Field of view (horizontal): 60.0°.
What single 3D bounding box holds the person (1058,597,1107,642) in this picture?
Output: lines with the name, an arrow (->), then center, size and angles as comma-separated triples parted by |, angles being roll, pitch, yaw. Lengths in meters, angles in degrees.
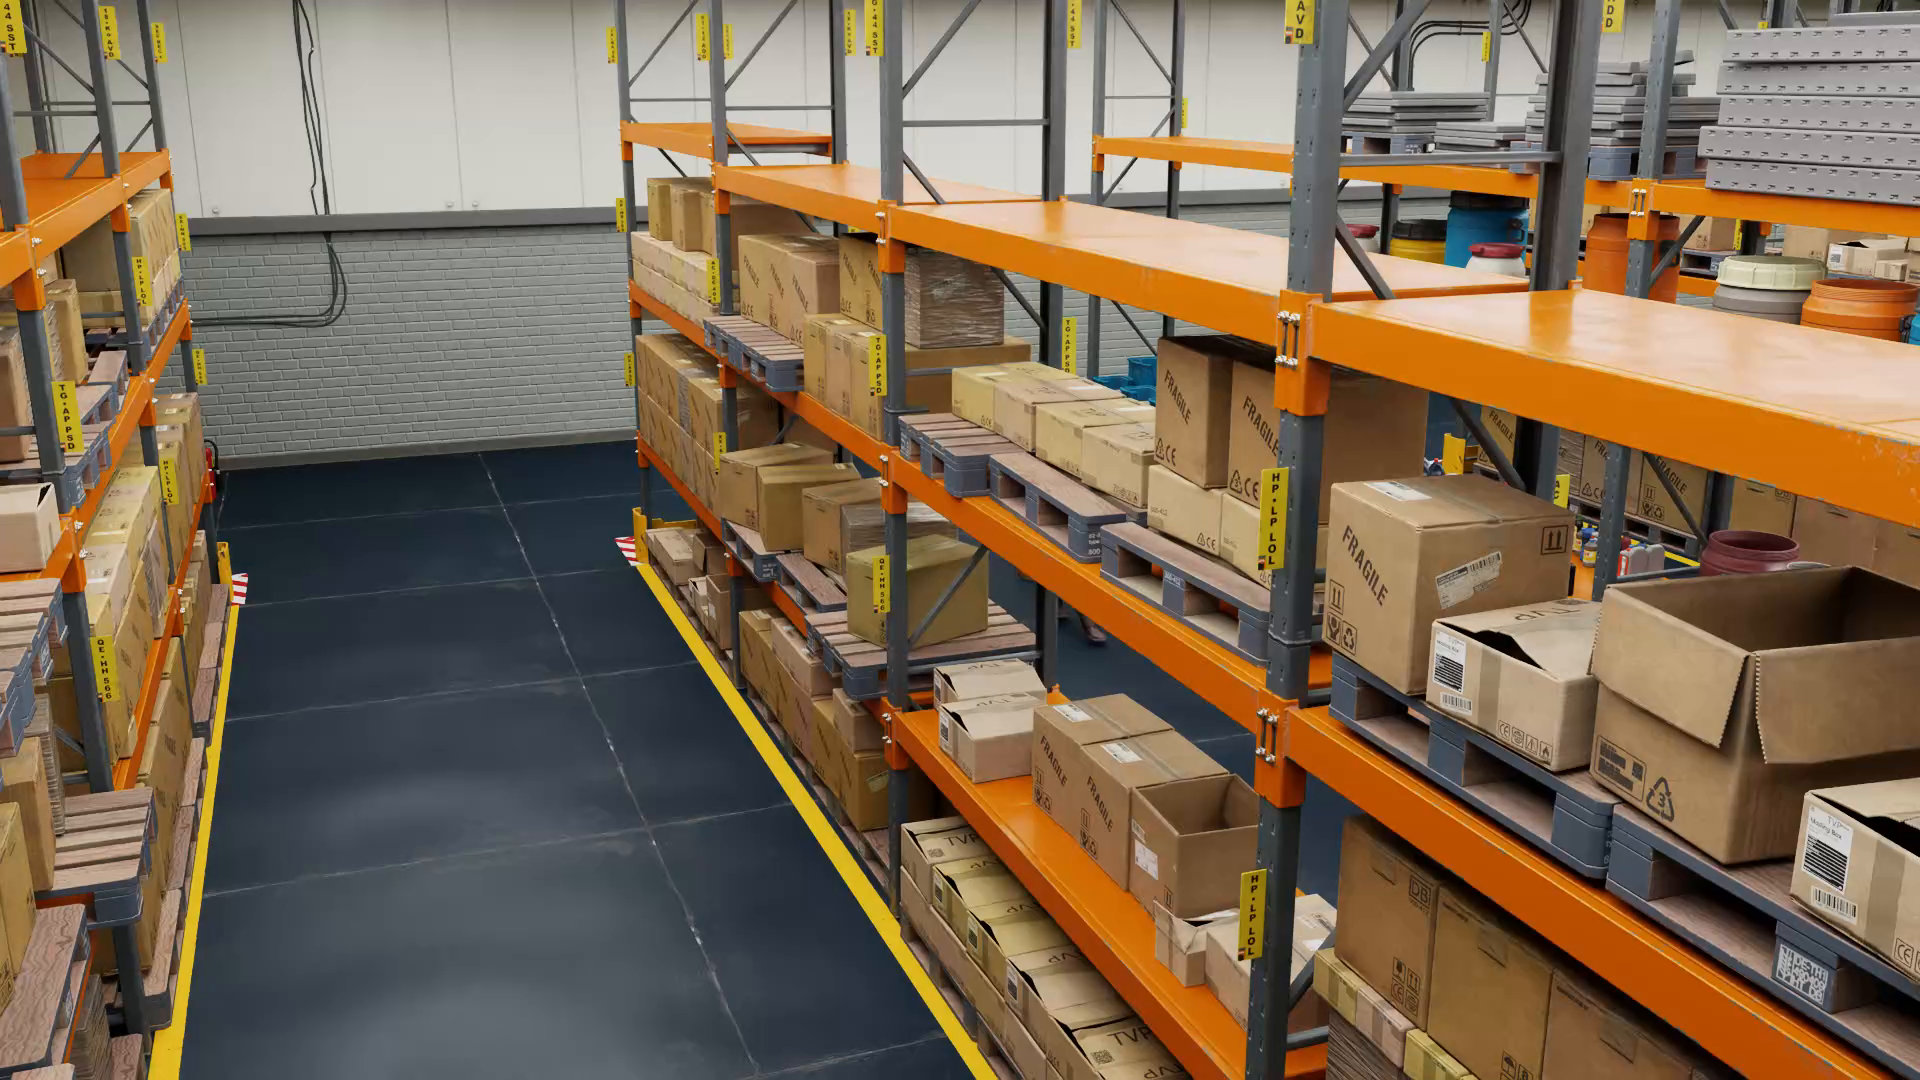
person -> 1.056, -0.002, 14.501 | 0.483, 1.590, 1.012 | -12, 20, -36
